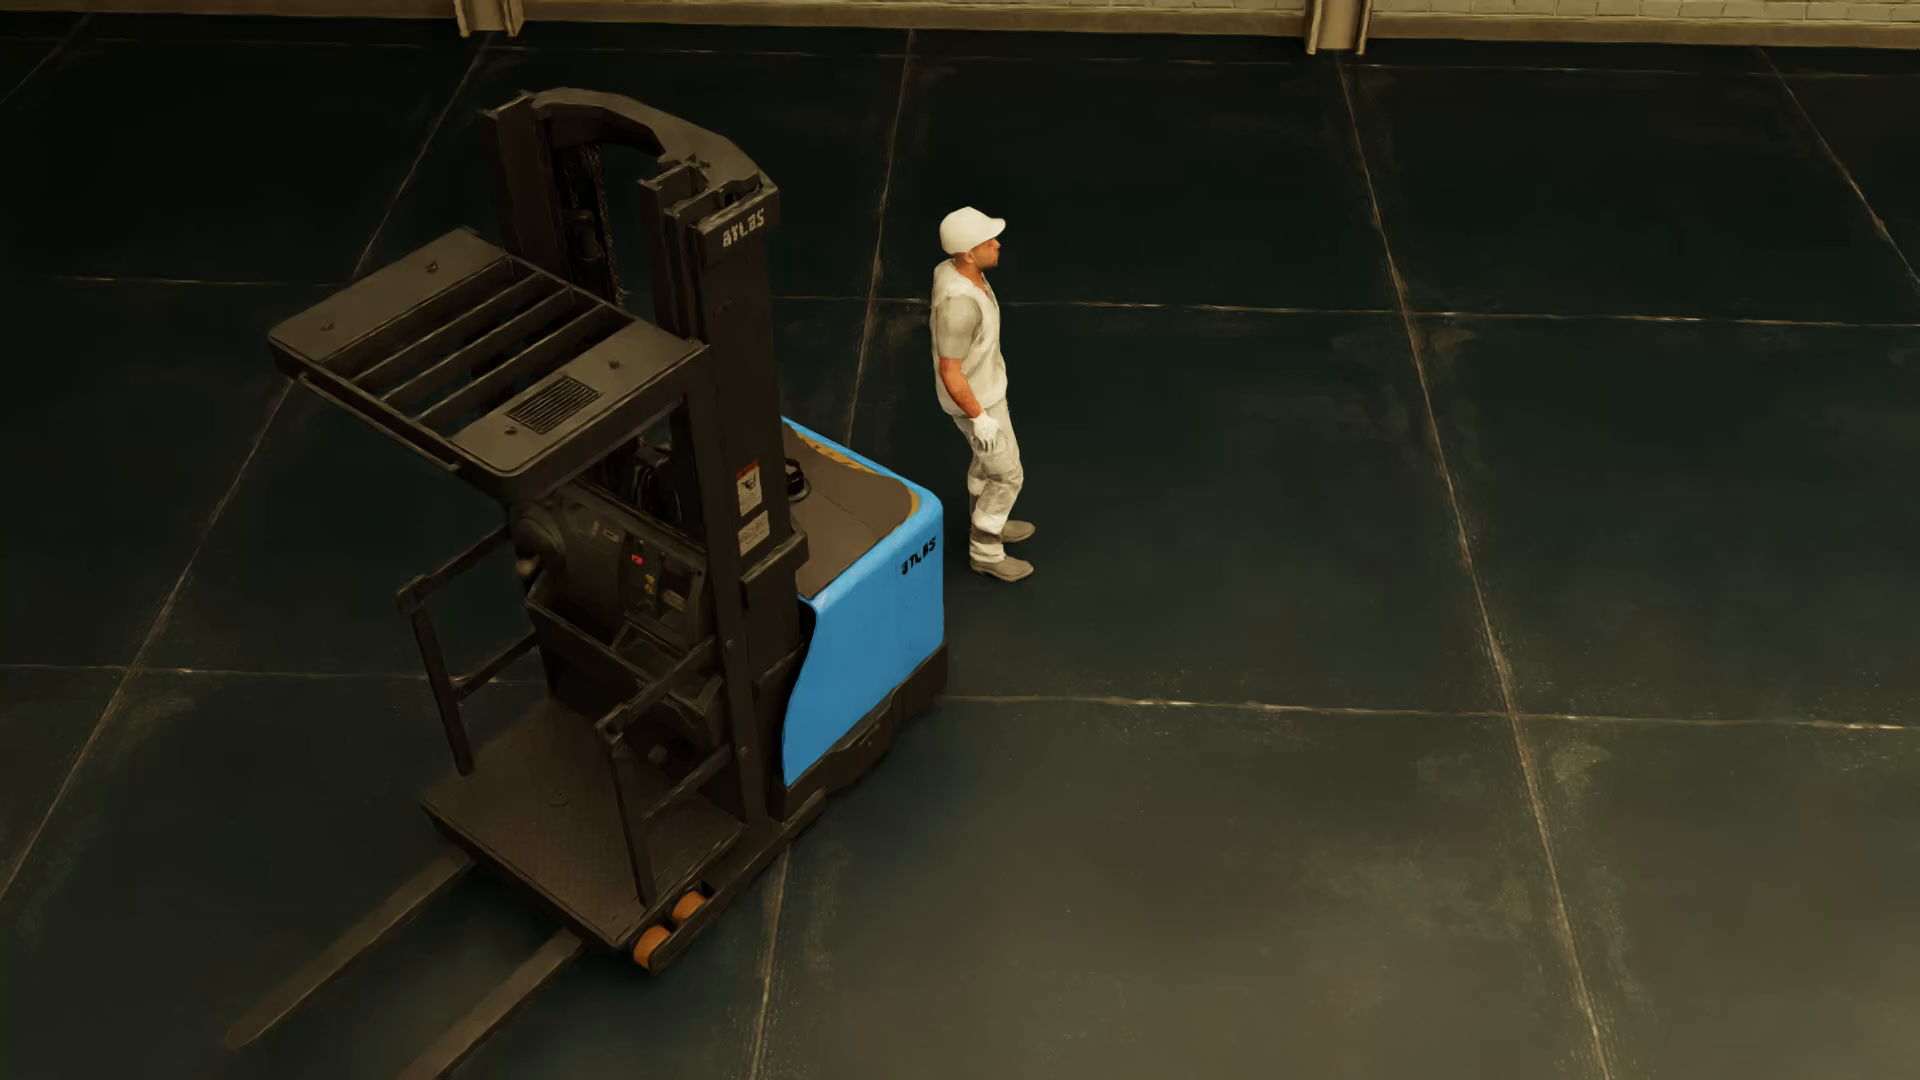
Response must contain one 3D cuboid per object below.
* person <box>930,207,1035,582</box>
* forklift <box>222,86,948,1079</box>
[{"bbox_3d":[0.116,-0.647,7.334,0.486,1.776,0.718,0,42,0],"label":"person"},{"bbox_3d":[-1.348,0.132,5.598,1.130,2.935,3.031,27,49,27],"label":"forklift"}]
